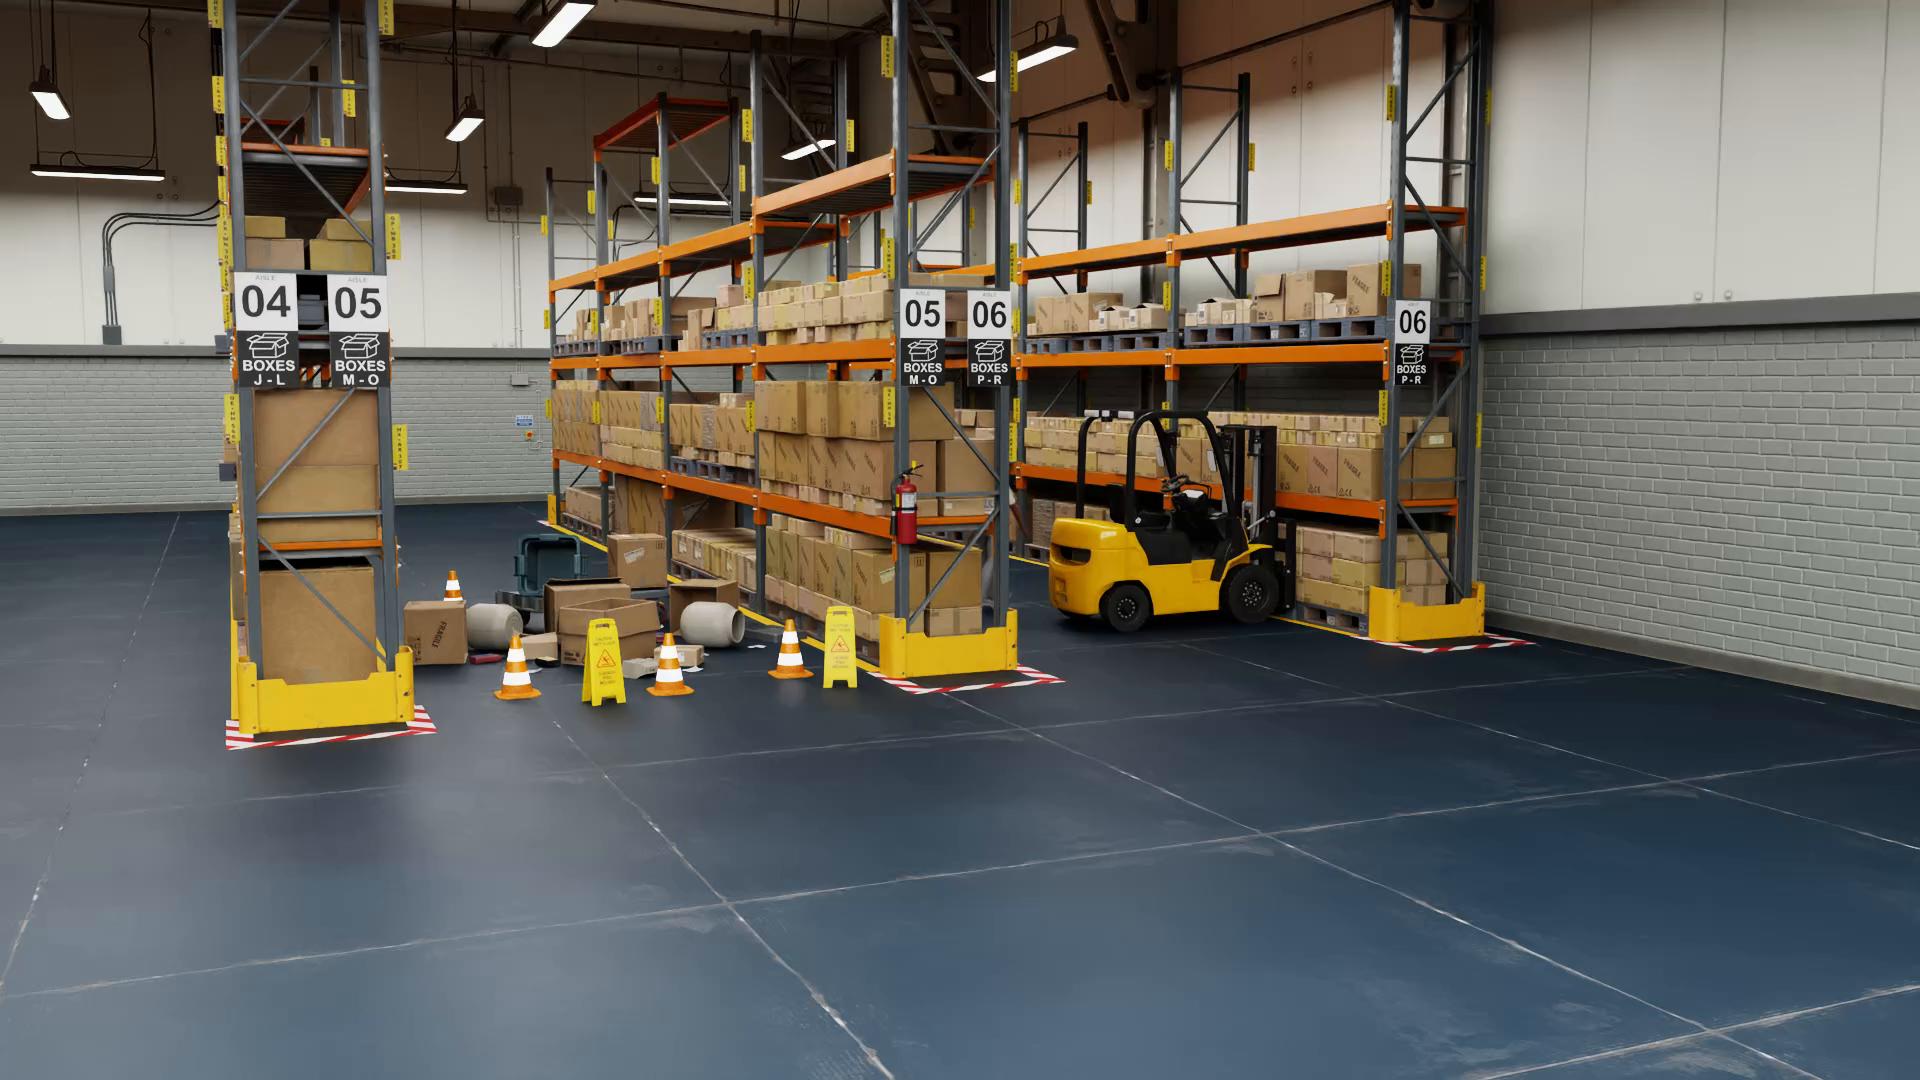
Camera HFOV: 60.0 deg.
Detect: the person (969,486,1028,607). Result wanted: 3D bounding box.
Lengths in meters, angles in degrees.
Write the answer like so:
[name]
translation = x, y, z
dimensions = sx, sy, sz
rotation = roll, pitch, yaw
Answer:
[person]
translation = 0.414, -0.107, 18.043
dimensions = 0.544, 1.608, 0.880
rotation = 3, 6, 31
